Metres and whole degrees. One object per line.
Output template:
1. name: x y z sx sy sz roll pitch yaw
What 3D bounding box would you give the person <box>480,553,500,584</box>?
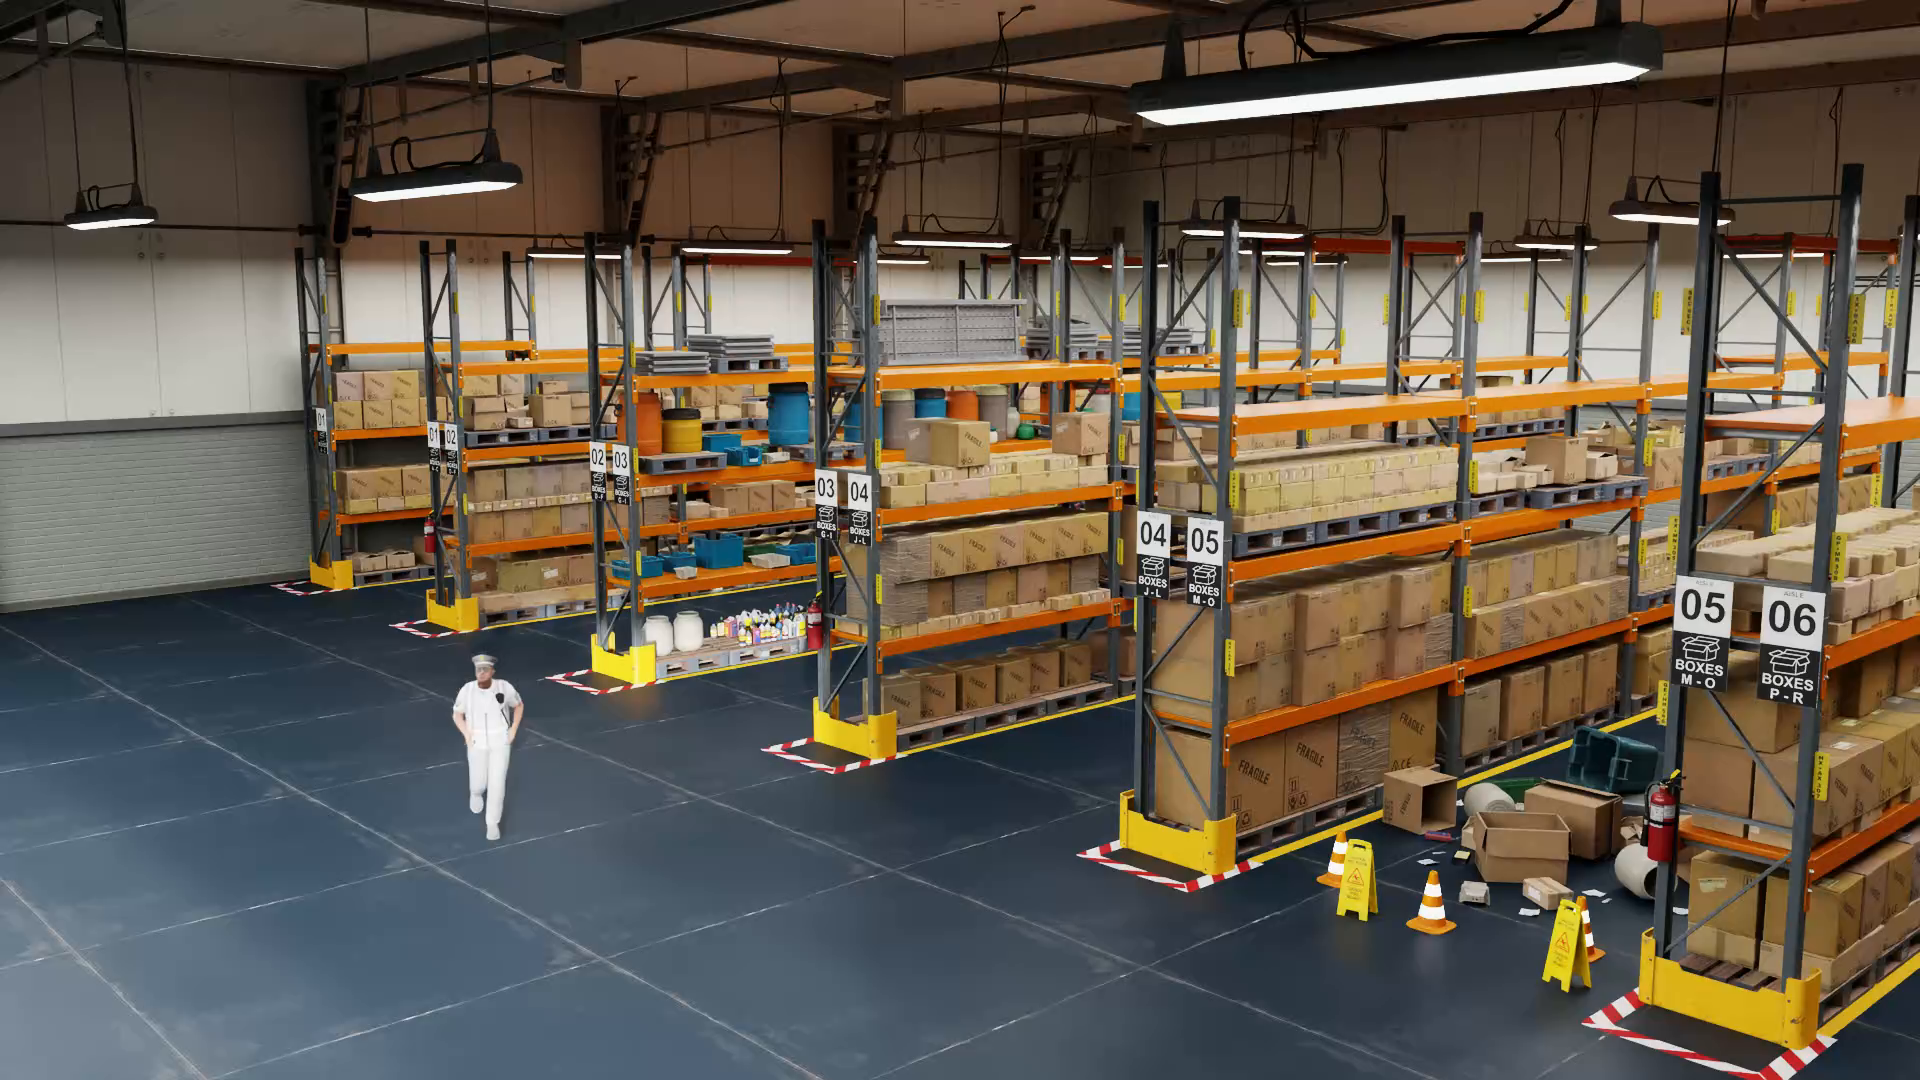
1. person: -7.983 0.245 28.145 0.613 1.620 0.646 8 11 42

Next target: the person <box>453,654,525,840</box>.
1. person: -4.568 1.956 16.164 0.668 1.774 0.782 -2 9 -13
